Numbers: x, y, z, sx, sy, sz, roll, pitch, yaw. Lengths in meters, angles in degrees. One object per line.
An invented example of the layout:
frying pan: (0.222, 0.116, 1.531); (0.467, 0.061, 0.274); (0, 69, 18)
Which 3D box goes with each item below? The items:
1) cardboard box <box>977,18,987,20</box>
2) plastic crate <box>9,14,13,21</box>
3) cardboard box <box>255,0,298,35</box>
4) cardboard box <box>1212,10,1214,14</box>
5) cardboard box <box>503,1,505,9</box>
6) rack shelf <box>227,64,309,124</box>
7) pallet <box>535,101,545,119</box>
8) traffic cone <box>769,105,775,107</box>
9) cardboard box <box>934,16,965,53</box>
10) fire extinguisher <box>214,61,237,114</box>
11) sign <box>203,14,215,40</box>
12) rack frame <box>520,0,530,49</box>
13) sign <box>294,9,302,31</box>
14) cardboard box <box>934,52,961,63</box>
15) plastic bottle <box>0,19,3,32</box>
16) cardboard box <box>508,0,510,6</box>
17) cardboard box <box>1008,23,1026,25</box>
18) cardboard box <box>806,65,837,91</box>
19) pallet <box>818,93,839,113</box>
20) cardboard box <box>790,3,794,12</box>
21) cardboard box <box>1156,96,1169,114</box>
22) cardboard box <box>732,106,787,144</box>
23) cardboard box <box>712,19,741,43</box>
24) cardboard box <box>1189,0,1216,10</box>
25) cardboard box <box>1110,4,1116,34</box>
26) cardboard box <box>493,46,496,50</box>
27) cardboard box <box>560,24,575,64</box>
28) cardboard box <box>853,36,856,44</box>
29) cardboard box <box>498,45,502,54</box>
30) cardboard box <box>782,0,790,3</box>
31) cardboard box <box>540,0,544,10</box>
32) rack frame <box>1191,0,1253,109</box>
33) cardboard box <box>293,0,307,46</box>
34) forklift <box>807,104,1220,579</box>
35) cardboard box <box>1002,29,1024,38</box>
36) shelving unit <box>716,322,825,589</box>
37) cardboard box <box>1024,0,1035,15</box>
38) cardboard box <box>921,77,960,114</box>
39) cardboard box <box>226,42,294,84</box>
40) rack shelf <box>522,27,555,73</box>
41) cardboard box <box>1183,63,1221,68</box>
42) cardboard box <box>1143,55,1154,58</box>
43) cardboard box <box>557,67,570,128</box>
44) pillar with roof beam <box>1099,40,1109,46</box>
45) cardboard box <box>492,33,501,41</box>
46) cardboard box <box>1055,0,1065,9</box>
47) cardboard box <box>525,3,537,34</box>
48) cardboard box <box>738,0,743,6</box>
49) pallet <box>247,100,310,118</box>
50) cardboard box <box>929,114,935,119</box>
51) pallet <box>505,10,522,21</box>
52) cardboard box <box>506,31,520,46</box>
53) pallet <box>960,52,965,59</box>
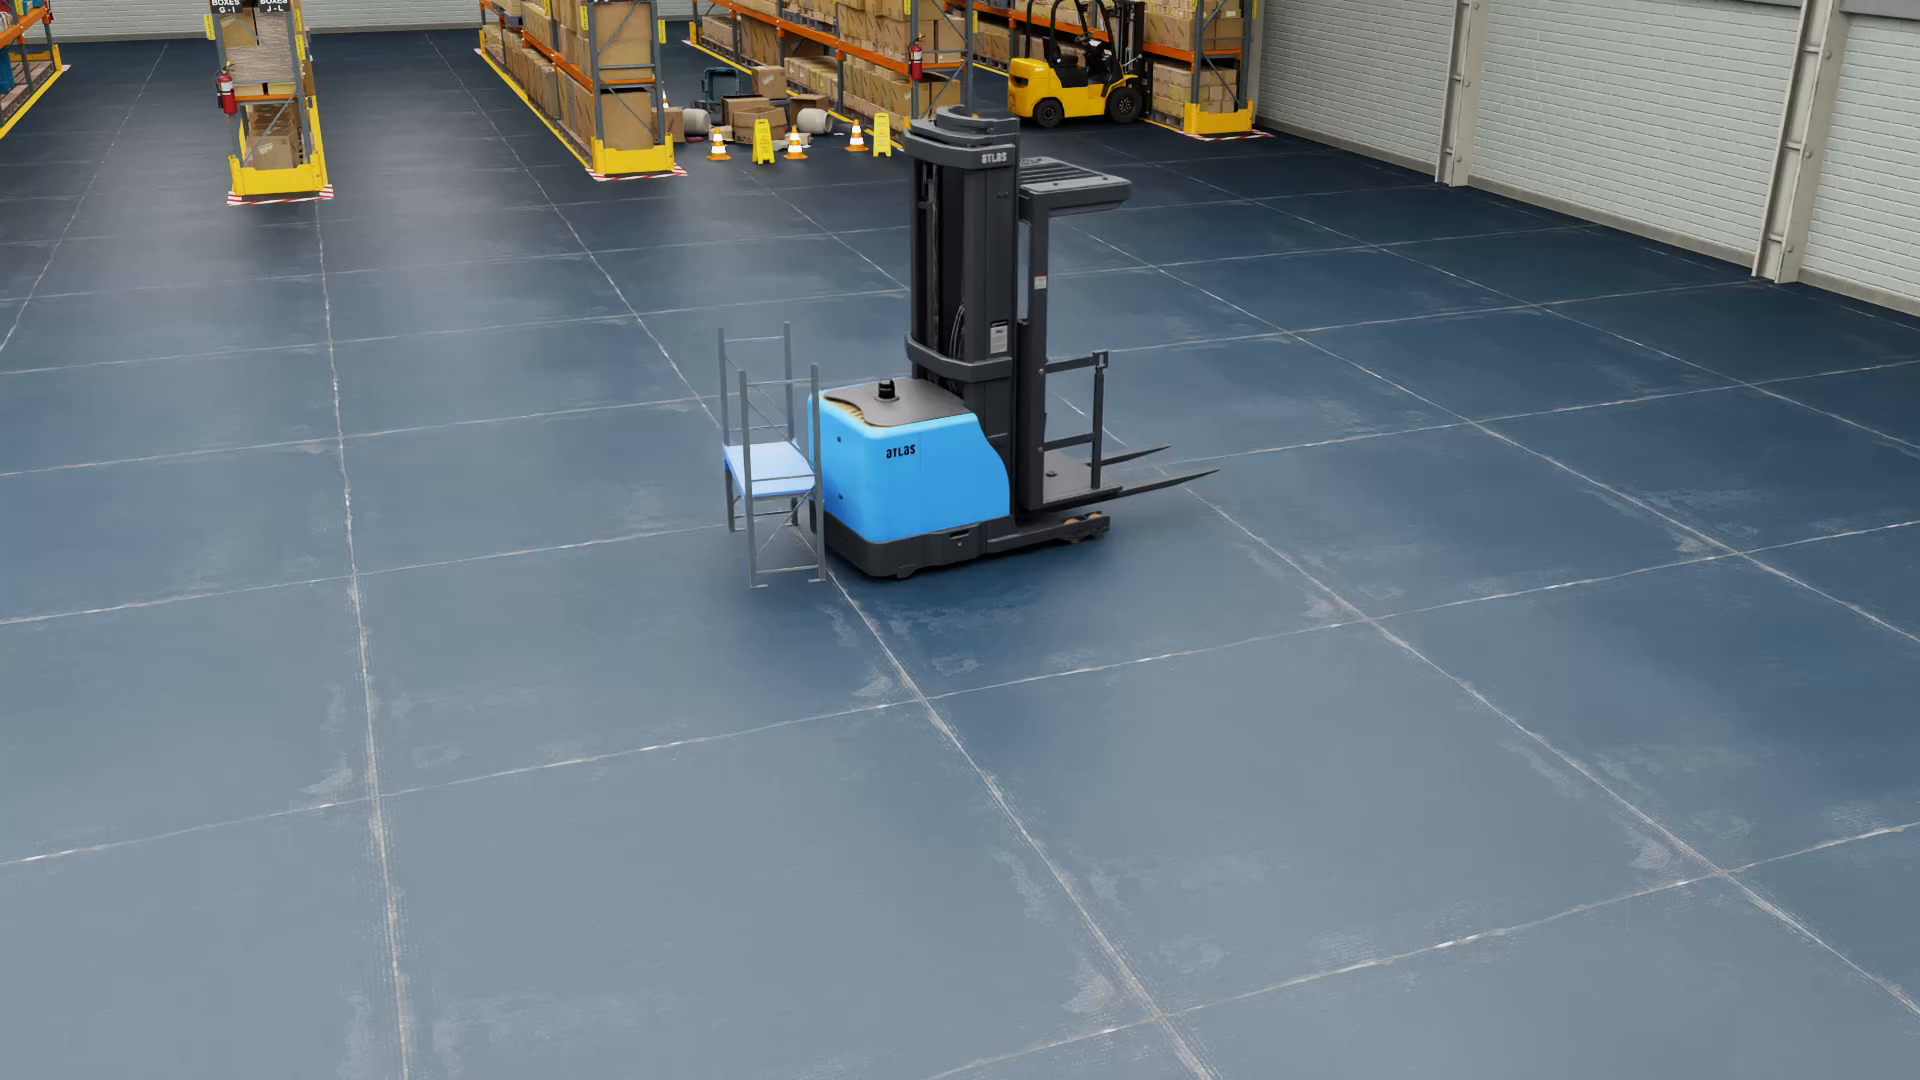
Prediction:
cardboard box: (0.378, -11.575, 37.193); (0.380, 0.149, 0.250); (-9, 24, -20)
plastic crate: (-18.458, -10.054, 32.004); (0.396, 0.136, 0.243); (-8, 24, -19)
cardboard box: (-9.664, -7.342, 23.509); (0.500, 0.500, 0.500); (-8, 24, -19)
cardboard box: (4.335, -8.905, 28.053); (0.380, 0.149, 0.250); (-8, 24, -19)
cardboard box: (-8.668, -10.395, 32.335); (0.380, 0.149, 0.250); (-9, 25, -21)
rack shelf: (-10.261, -6.674, 24.648); (1.077, 0.370, 4.000); (-8, 24, -19)
pallet: (-7.070, -7.805, 29.996); (1.003, 0.211, 1.213); (-8, 24, -19)
traffic cone: (-3.445, -8.181, 30.564); (0.336, 0.463, 0.334); (-8, 24, -19)
cardboard box: (-0.192, -8.031, 26.431); (0.500, 0.500, 0.500); (-9, 24, -20)
fire extinguisher: (-9.946, -6.138, 22.550); (0.296, 0.674, 0.183); (-8, 24, -19)
sign: (-10.081, -6.889, 22.334); (0.100, 0.325, 0.005); (-8, 24, -19)
rack frame: (-7.705, -9.829, 31.208); (1.000, 3.000, 0.127); (-8, 24, -19)
sign: (-10.463, -8.208, 26.247); (0.100, 0.325, 0.005); (-8, 24, -19)
cardboard box: (-0.210, -7.674, 26.419); (0.380, 0.149, 0.250); (-8, 24, -19)
plastic bottle: (-17.631, -9.438, 30.440); (0.152, 0.276, 0.135); (-8, 24, -19)
cardboard box: (-8.402, -10.258, 31.625); (0.380, 0.149, 0.250); (-7, 24, -17)
cardboard box: (1.261, -11.179, 36.255); (0.380, 0.149, 0.250); (-9, 24, -20)
cardboard box: (-2.389, -8.778, 31.556); (0.950, 0.372, 0.625); (-8, 24, -17)
pallet: (-1.973, -8.089, 30.671); (1.003, 0.211, 1.213); (-8, 24, -19)
cardboard box: (-3.047, -10.266, 32.028); (0.380, 0.149, 0.250); (-10, 25, -22)
cardboard box: (3.730, -7.556, 28.816); (0.500, 0.250, 0.500); (-8, 24, -19)
cardboard box: (-3.273, -6.779, 27.185); (0.637, 0.503, 0.797); (12, 26, 27)
cardboard box: (-5.278, -11.907, 38.897); (0.875, 0.438, 0.875); (-8, 24, -18)
cardboard box: (4.035, -8.904, 27.666); (0.380, 0.149, 0.250); (-8, 24, -19)
cardboard box: (3.057, -9.436, 30.147); (0.500, 0.500, 0.500); (-8, 24, -18)
cardboard box: (-10.087, -10.821, 36.692); (0.380, 0.149, 0.250); (-8, 24, -19)
cardboard box: (-5.854, -7.903, 26.446); (0.875, 0.550, 0.550); (-8, 24, -19)
cardboard box: (-1.626, -8.640, 28.711); (0.380, 0.149, 0.250); (-8, 24, -19)
cardboard box: (-9.634, -10.467, 35.468); (0.380, 0.149, 0.250); (-10, 25, -22)
cardboard box: (-3.168, -10.726, 32.285); (0.500, 0.500, 0.500); (-9, 24, -20)
cardboard box: (-7.012, -9.616, 29.287); (0.700, 0.500, 0.500); (-9, 24, -20)
rack frame: (4.358, -8.321, 27.629); (1.000, 3.000, 0.127); (-8, 24, -19)
cardboard box: (-11.118, -8.510, 26.765); (1.000, 1.000, 1.000); (-8, 24, -19)
forklift: (0.475, -1.496, 11.526); (3.031, 2.935, 1.130); (-13, 26, -27)
cardboard box: (1.121, -10.713, 35.147); (0.380, 0.149, 0.250); (-10, 25, -22)
shelving unit: (-1.279, -0.589, 11.217); (0.538, 1.500, 1.048); (-6, 24, -14)
cardboard box: (1.633, -10.780, 33.658); (0.500, 0.250, 0.500); (-9, 24, -20)
cardboard box: (-0.319, -7.250, 27.123); (0.500, 0.500, 0.500); (-9, 25, -21)
cardboard box: (-9.724, -6.665, 23.190); (0.875, 0.500, 0.500); (-8, 24, -19)
rack shelf: (-6.999, -8.771, 29.624); (1.077, 0.370, 4.000); (-8, 24, -19)
cardboard box: (4.186, -8.089, 28.793); (0.500, 0.250, 0.500); (-8, 24, -19)
cardboard box: (3.180, -8.576, 29.947); (0.500, 0.250, 0.500); (-7, 24, -17)
cardboard box: (-6.135, -7.352, 27.526); (0.875, 0.875, 0.875); (-8, 24, -18)
pillar with roof beam: (-1.191, -13.051, 31.129); (9.100, 9.000, 0.400); (-8, 24, -19)
cardboard box: (-10.017, -10.994, 36.336); (0.380, 0.149, 0.250); (-9, 25, -21)
cardboard box: (2.169, -10.451, 32.233); (0.500, 0.250, 0.500); (-8, 24, -18)
cardboard box: (-7.617, -9.491, 30.276); (0.500, 0.500, 0.500); (-9, 24, -19)
cardboard box: (-4.430, -11.545, 35.473); (0.500, 0.250, 0.500); (-9, 24, -20)
pallet: (-12.106, -7.616, 29.548); (1.003, 0.211, 1.213); (-8, 24, -19)
cardboard box: (-0.310, -6.896, 27.248); (0.500, 0.250, 0.500); (-9, 24, -19)
pallet: (-8.443, -10.454, 32.939); (1.003, 0.211, 1.213); (-8, 24, -19)
cardboard box: (-8.914, -10.172, 33.733); (0.500, 0.250, 0.500); (-8, 24, -18)
pallet: (0.442, -11.105, 37.827); (1.003, 0.211, 1.213); (-8, 24, -19)
